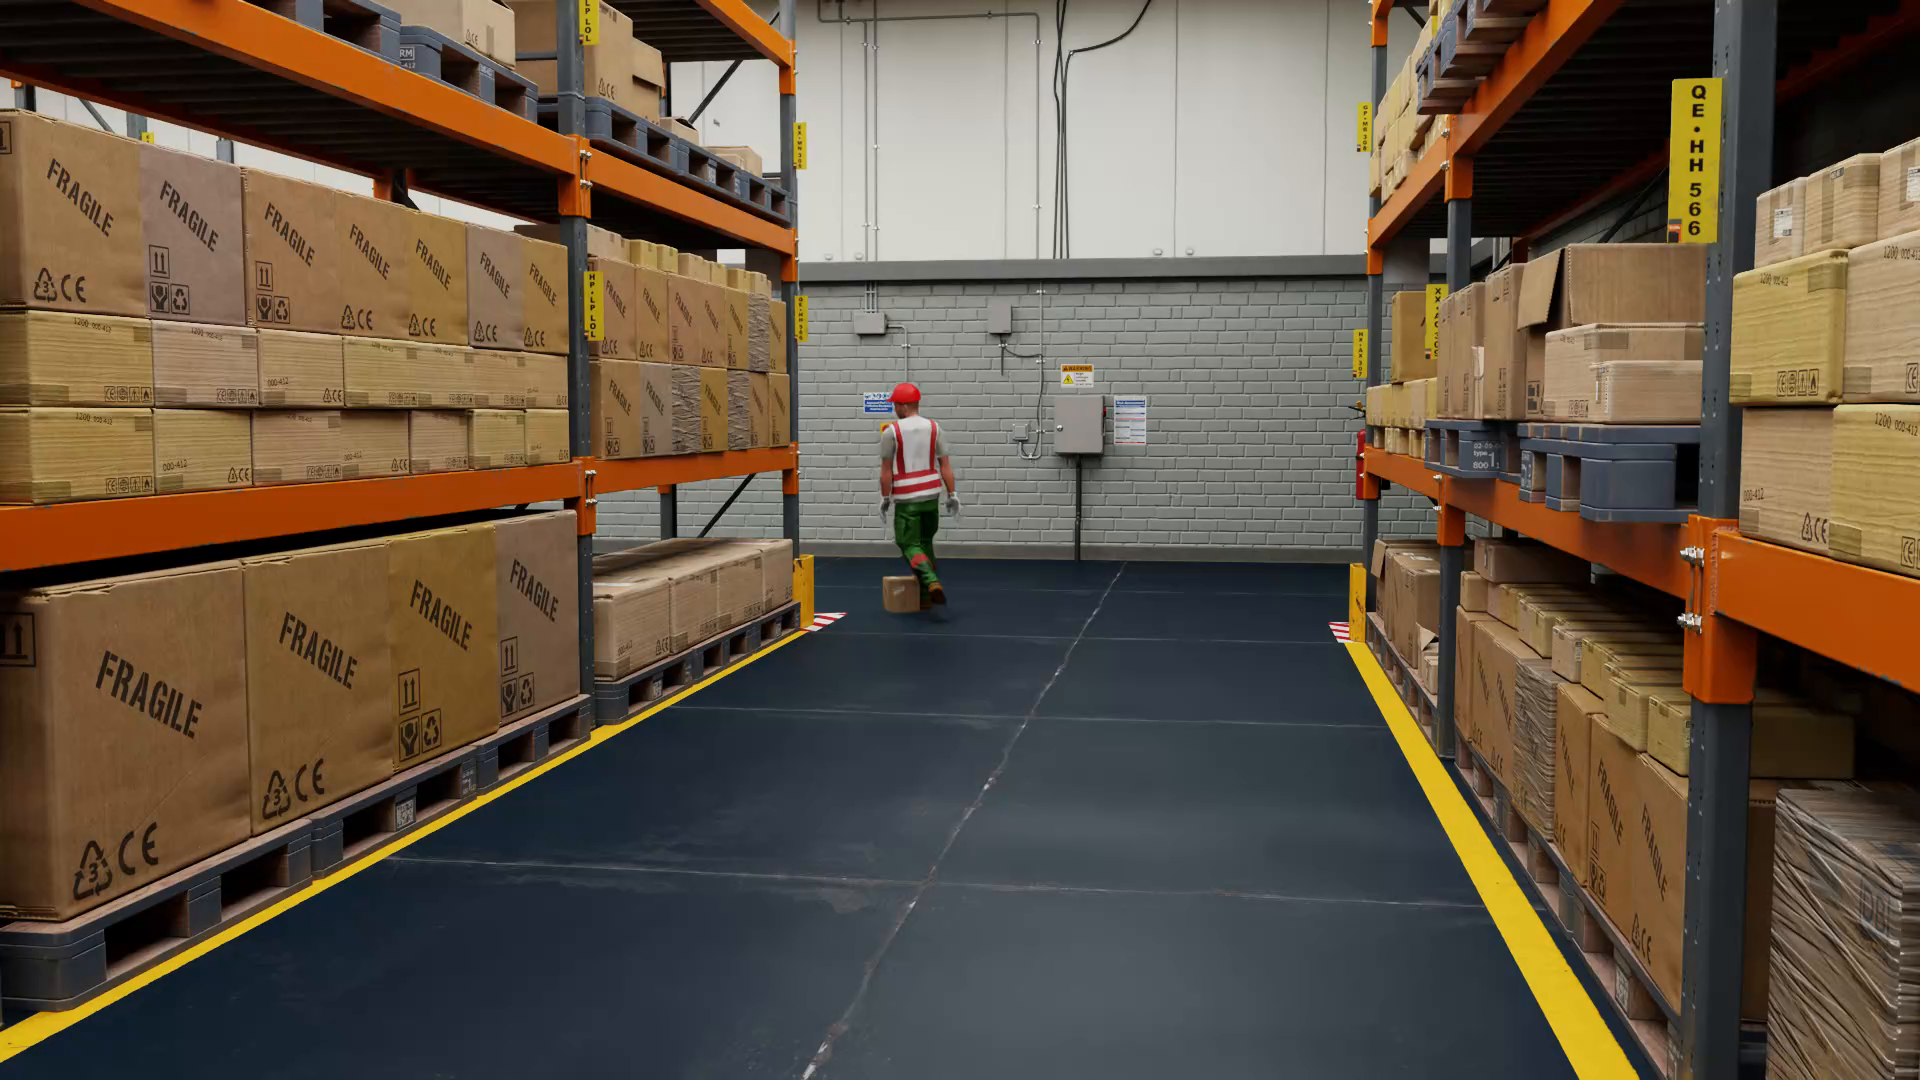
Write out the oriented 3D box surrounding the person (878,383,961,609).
[{"bbox_3d":[-0.317,-0.317,12.636,0.623,1.745,0.911,-2,5,-25],"label":"person"}]
